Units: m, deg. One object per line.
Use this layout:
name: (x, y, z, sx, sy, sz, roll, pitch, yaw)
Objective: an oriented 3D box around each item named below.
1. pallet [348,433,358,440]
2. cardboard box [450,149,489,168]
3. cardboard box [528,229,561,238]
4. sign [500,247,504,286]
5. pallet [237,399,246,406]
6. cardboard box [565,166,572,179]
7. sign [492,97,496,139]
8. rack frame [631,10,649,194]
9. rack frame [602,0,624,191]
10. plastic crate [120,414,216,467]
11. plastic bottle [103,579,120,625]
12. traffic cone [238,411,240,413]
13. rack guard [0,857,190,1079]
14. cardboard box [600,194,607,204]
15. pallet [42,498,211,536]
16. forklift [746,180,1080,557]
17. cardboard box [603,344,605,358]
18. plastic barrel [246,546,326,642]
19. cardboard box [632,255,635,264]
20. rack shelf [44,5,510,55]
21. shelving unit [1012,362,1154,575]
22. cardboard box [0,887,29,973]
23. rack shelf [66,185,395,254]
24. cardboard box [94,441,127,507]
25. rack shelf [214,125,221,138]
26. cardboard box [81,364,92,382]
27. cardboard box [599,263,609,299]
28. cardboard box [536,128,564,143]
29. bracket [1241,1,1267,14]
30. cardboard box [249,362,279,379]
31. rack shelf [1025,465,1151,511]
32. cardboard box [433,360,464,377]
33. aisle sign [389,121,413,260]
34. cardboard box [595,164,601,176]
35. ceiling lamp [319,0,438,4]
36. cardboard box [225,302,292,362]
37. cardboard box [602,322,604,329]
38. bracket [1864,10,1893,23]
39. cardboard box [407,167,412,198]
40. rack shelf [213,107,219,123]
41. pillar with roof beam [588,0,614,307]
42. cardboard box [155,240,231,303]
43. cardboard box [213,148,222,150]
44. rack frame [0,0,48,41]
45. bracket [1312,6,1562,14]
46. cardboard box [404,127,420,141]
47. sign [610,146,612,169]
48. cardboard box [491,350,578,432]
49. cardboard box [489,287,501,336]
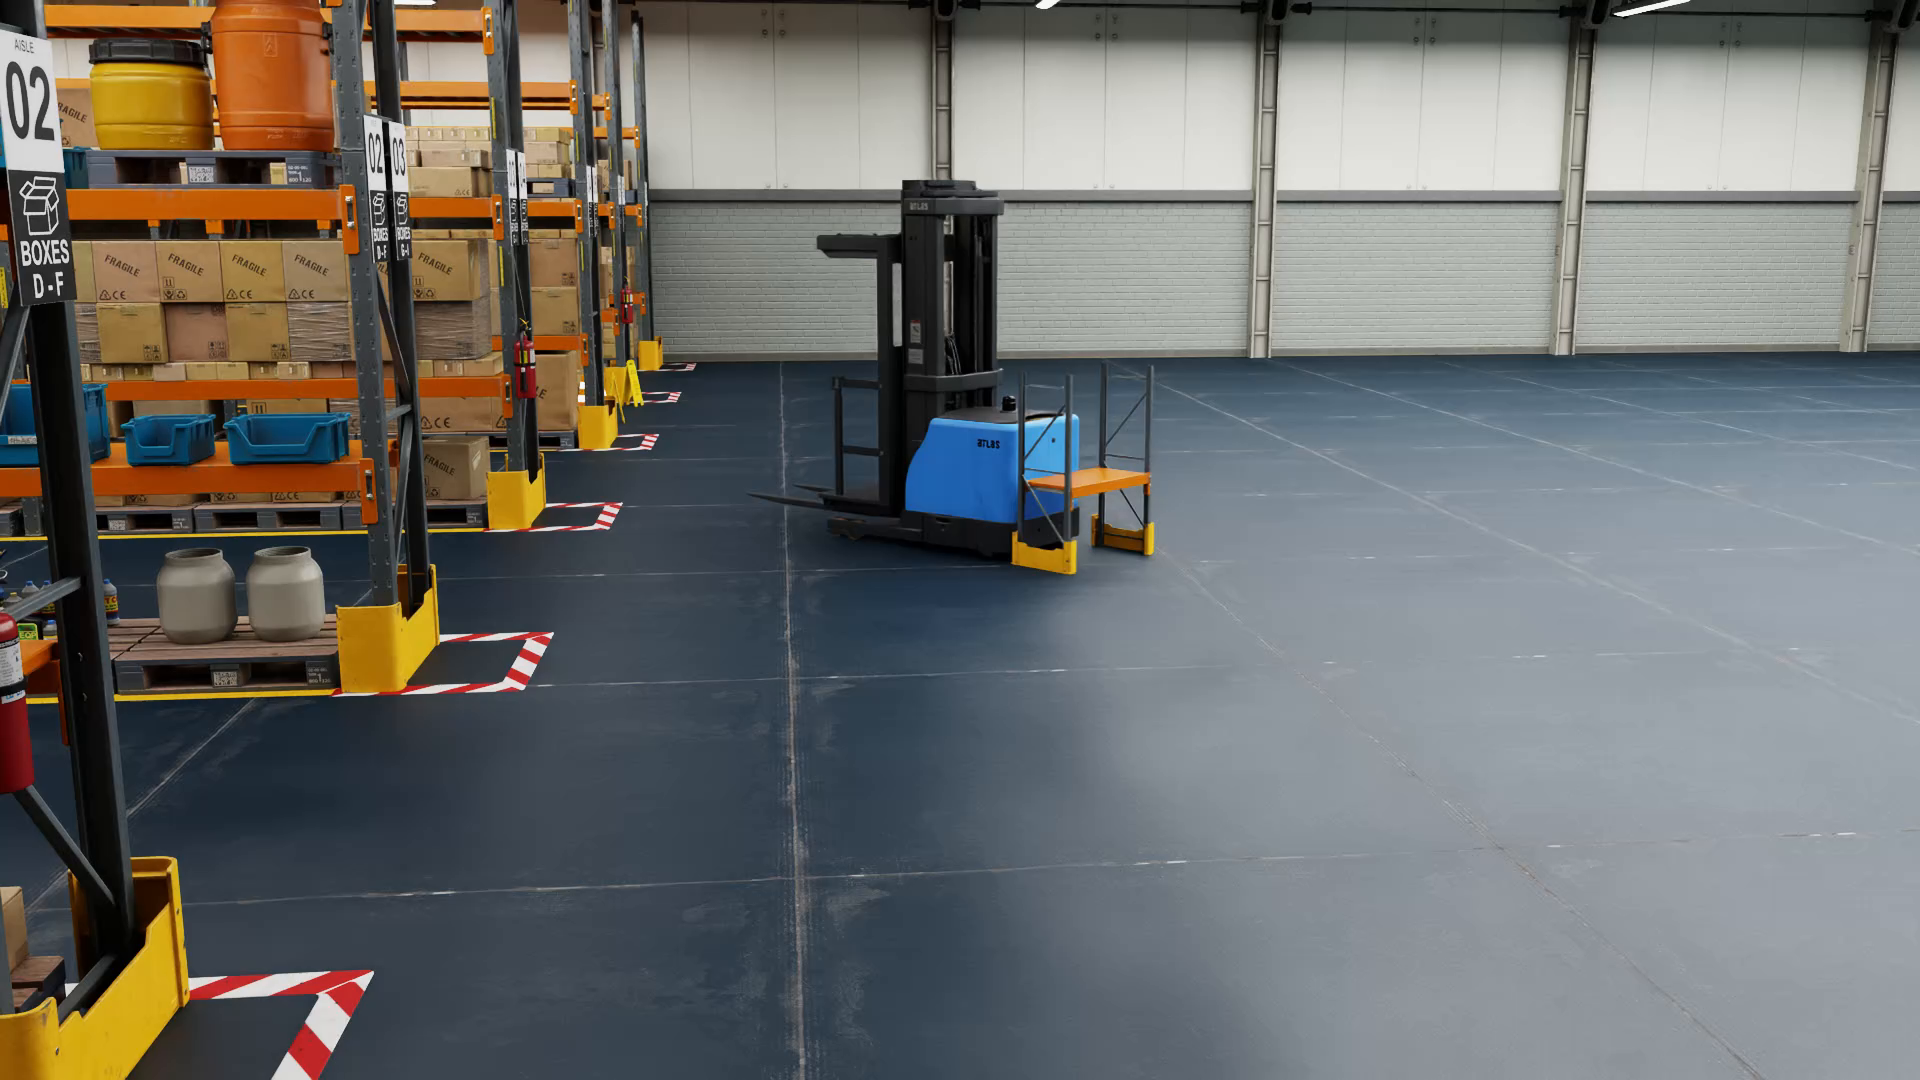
pallet: (-7.526, -1.178, 19.313, 1.213, 0.211, 1.003, -1, 11, -6)
cardboard box: (-4.121, -3.204, 13.967, 0.250, 0.149, 0.380, -1, 11, -6)
cardboard box: (-5.937, -4.200, 23.833, 0.500, 0.500, 0.700, -1, 11, -6)
sign: (-3.838, -2.292, 13.929, 0.005, 0.325, 0.100, -1, 11, -6)
pallet: (-9.699, -2.108, 24.043, 1.213, 0.211, 1.003, -1, 11, -6)
cardboard box: (-4.689, -4.287, 19.425, 0.250, 0.149, 0.380, -1, 11, -6)
sign: (-3.838, -3.475, 13.696, 0.005, 0.325, 0.100, -1, 11, -6)
rack frame: (-5.488, -7.471, 28.544, 0.127, 3.000, 1.000, -1, 11, -6)
rack frame: (-4.949, -6.520, 23.703, 0.127, 3.000, 1.000, -1, 11, -6)
plastic crate: (-4.455, -0.572, 9.389, 0.408, 0.251, 0.499, -1, 11, -6)
plastic bottle: (-5.180, 0.375, 10.116, 0.097, 0.271, 0.097, 0, 11, 0)
traffic cone: (-10.007, -1.954, 22.605, 0.334, 0.463, 0.336, -1, 11, -6)
rack guard: (-2.789, 1.450, 5.194, 0.348, 0.500, 1.175, -1, 11, -6)
cardboard box: (-5.313, -4.980, 24.298, 0.250, 0.149, 0.380, -1, 11, -6)
pallet: (-7.191, -0.245, 14.565, 1.213, 0.211, 1.003, -1, 11, -6)
forklift: (-0.501, -1.510, 13.951, 3.031, 2.935, 1.130, 8, 14, 36)
cardboard box: (-6.417, -3.306, 28.946, 0.500, 0.250, 0.500, -1, 11, -6)
plastic barrel: (-3.990, 0.317, 9.838, 0.421, 0.512, 0.421, 0, 11, 0)
cardboard box: (-5.854, -4.938, 29.268, 0.250, 0.149, 0.380, -1, 11, -8)
rack shelf: (-5.867, -4.223, 13.894, 4.000, 0.370, 1.077, -1, 11, -6)
shelving unit: (0.976, -0.588, 12.970, 0.587, 1.500, 1.083, 10, 15, 41)
cardboard box: (-3.370, 1.336, 5.336, 0.500, 0.250, 0.500, -1, 11, -6)
rack shelf: (-5.332, -1.803, 9.351, 4.000, 0.370, 1.077, -1, 11, -6)
cardboard box: (-7.453, -0.572, 14.395, 0.500, 0.500, 0.500, -2, 11, -8)
rack shelf: (-11.453, -6.797, 28.017, 4.000, 0.370, 1.077, -1, 11, -6)
cardboard box: (-7.359, -1.418, 13.958, 0.250, 0.149, 0.380, -1, 11, -6)
cardboard box: (-5.450, -3.814, 24.464, 0.500, 0.500, 0.500, -1, 11, -7)
cardboard box: (-4.612, -4.552, 18.705, 0.250, 0.149, 0.380, -1, 11, -6)
bracket: (5.278, -9.569, 29.884, 0.430, 0.232, 0.235, -1, 11, -6)
cardboard box: (-5.875, -1.463, 14.187, 0.250, 0.149, 0.380, -1, 11, -6)
rack shelf: (0.982, -0.413, 13.011, 0.538, 0.185, 1.000, 10, 15, 41)
cardboard box: (-4.388, -1.502, 14.381, 0.250, 0.149, 0.380, -1, 11, -6)
aisle sign: (-3.304, -2.059, 9.826, 0.004, 0.787, 0.394, -1, 11, -6)
cardboard box: (-5.253, -5.252, 23.616, 0.250, 0.149, 0.380, -1, 11, -6)
ceiling lamp: (-9.090, -9.834, 25.428, 2.000, 3.185, 0.800, -1, 11, -6)
cardboard box: (-5.912, -1.821, 14.322, 0.500, 0.500, 0.875, -1, 11, -6)
cardboard box: (-6.420, -3.794, 28.838, 0.500, 0.250, 0.500, -1, 11, -5)
bracket: (17.207, -9.819, 31.155, 0.430, 0.232, 0.235, -1, 11, -6)
cardboard box: (-4.826, -3.004, 13.985, 0.500, 0.250, 0.500, -1, 11, -6)
rack shelf: (-10.914, -5.845, 23.175, 4.000, 0.370, 1.077, -1, 11, -6)
pillar with roof beam: (-5.813, -6.804, 25.150, 0.548, 9.000, 9.100, -1, 11, -6)
cardboard box: (-6.386, -2.259, 13.962, 0.500, 0.500, 0.500, -1, 11, -6)
cardboard box: (-6.206, -3.168, 13.786, 0.250, 0.149, 0.380, -1, 11, -7)
rack frame: (-2.812, -2.719, 4.372, 0.127, 3.000, 1.000, -1, 11, -6)
bracket: (8.681, -9.641, 30.247, 4.783, 0.066, 0.076, -1, 11, -6)
cardboard box: (-6.128, -4.520, 18.543, 0.250, 0.149, 0.380, -1, 11, -6)
sign: (-4.909, -5.375, 23.363, 0.005, 0.325, 0.100, -1, 11, -6)
cardboard box: (-4.981, -1.765, 19.492, 0.875, 0.875, 0.875, -1, 11, -6)
cardboard box: (-5.222, -2.670, 19.286, 0.550, 0.550, 0.875, -1, 11, -6)
